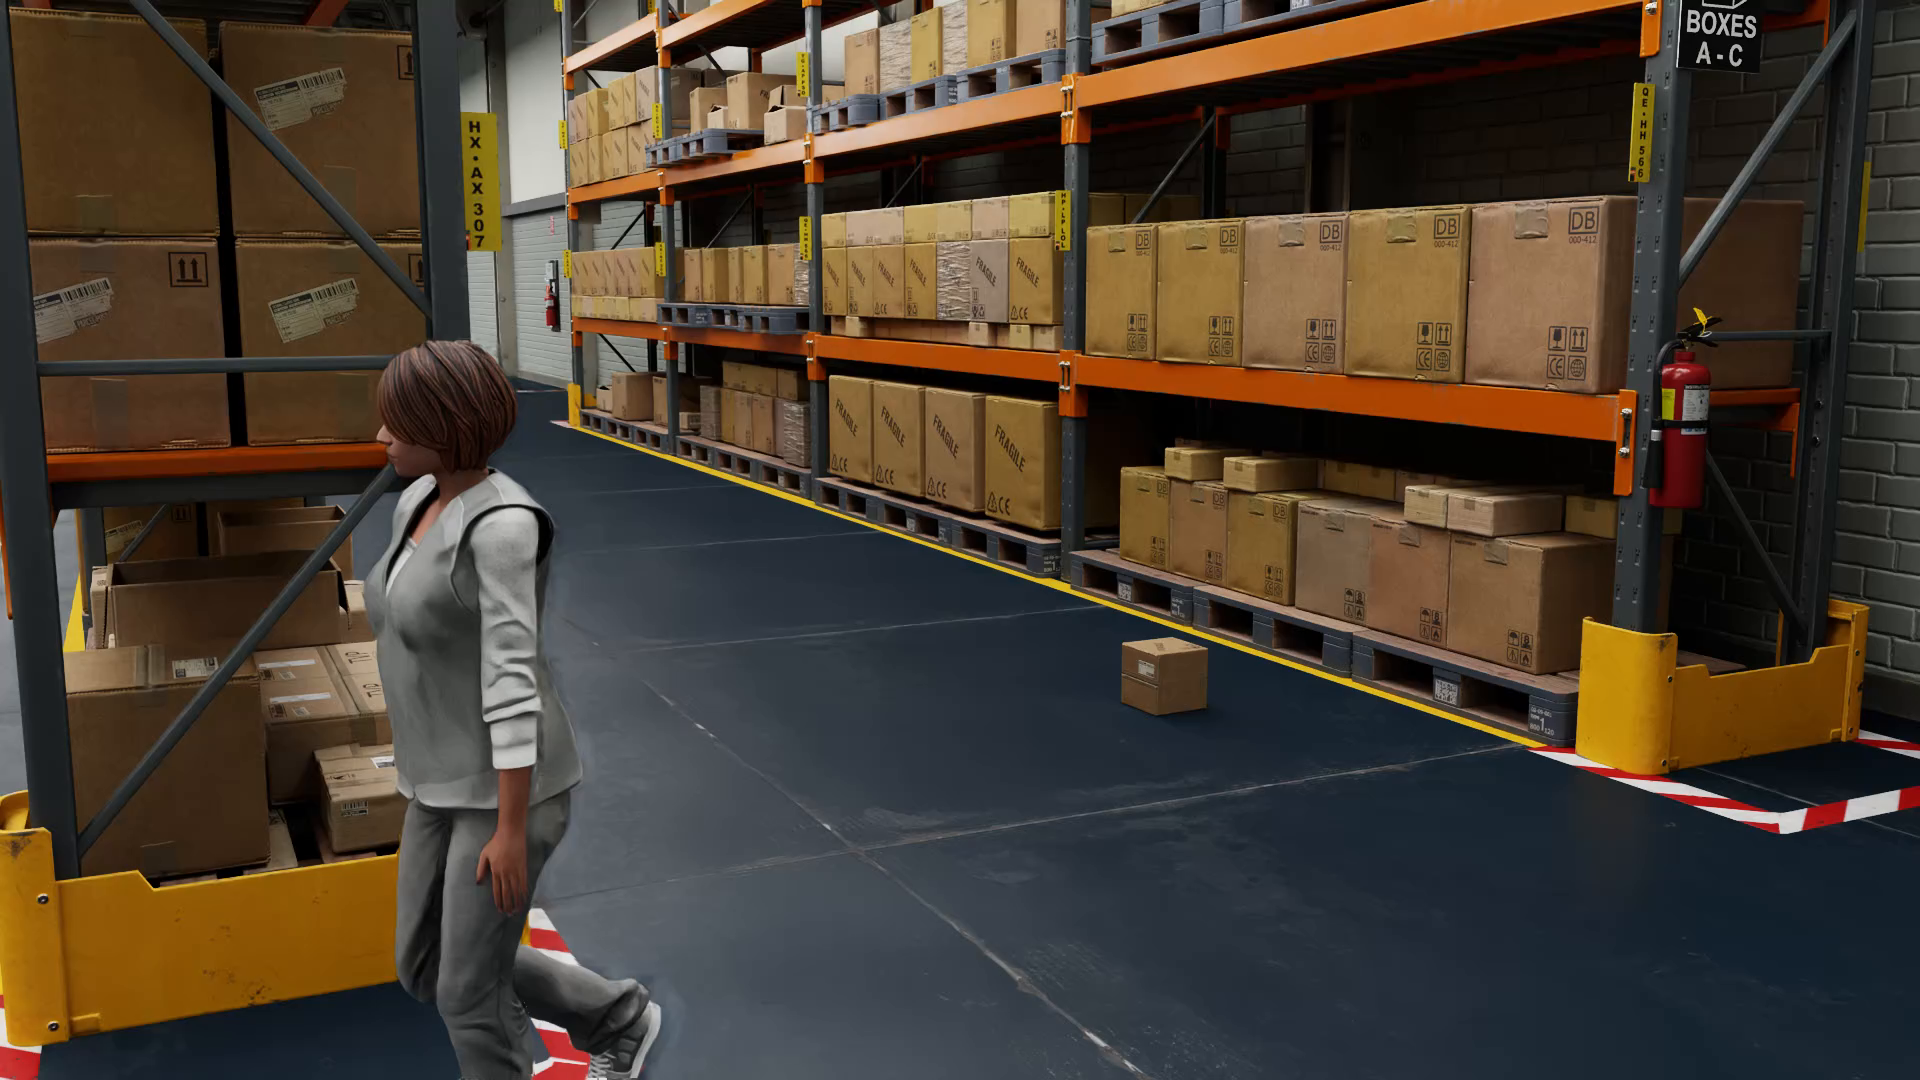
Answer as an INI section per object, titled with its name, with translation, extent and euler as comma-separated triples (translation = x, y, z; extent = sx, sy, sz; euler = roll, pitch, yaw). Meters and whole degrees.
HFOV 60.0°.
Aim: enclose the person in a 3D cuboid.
[person]
translation = -0.783, 0.440, 2.938
extent = 0.612, 1.583, 0.465
euler = -7, 11, -38
